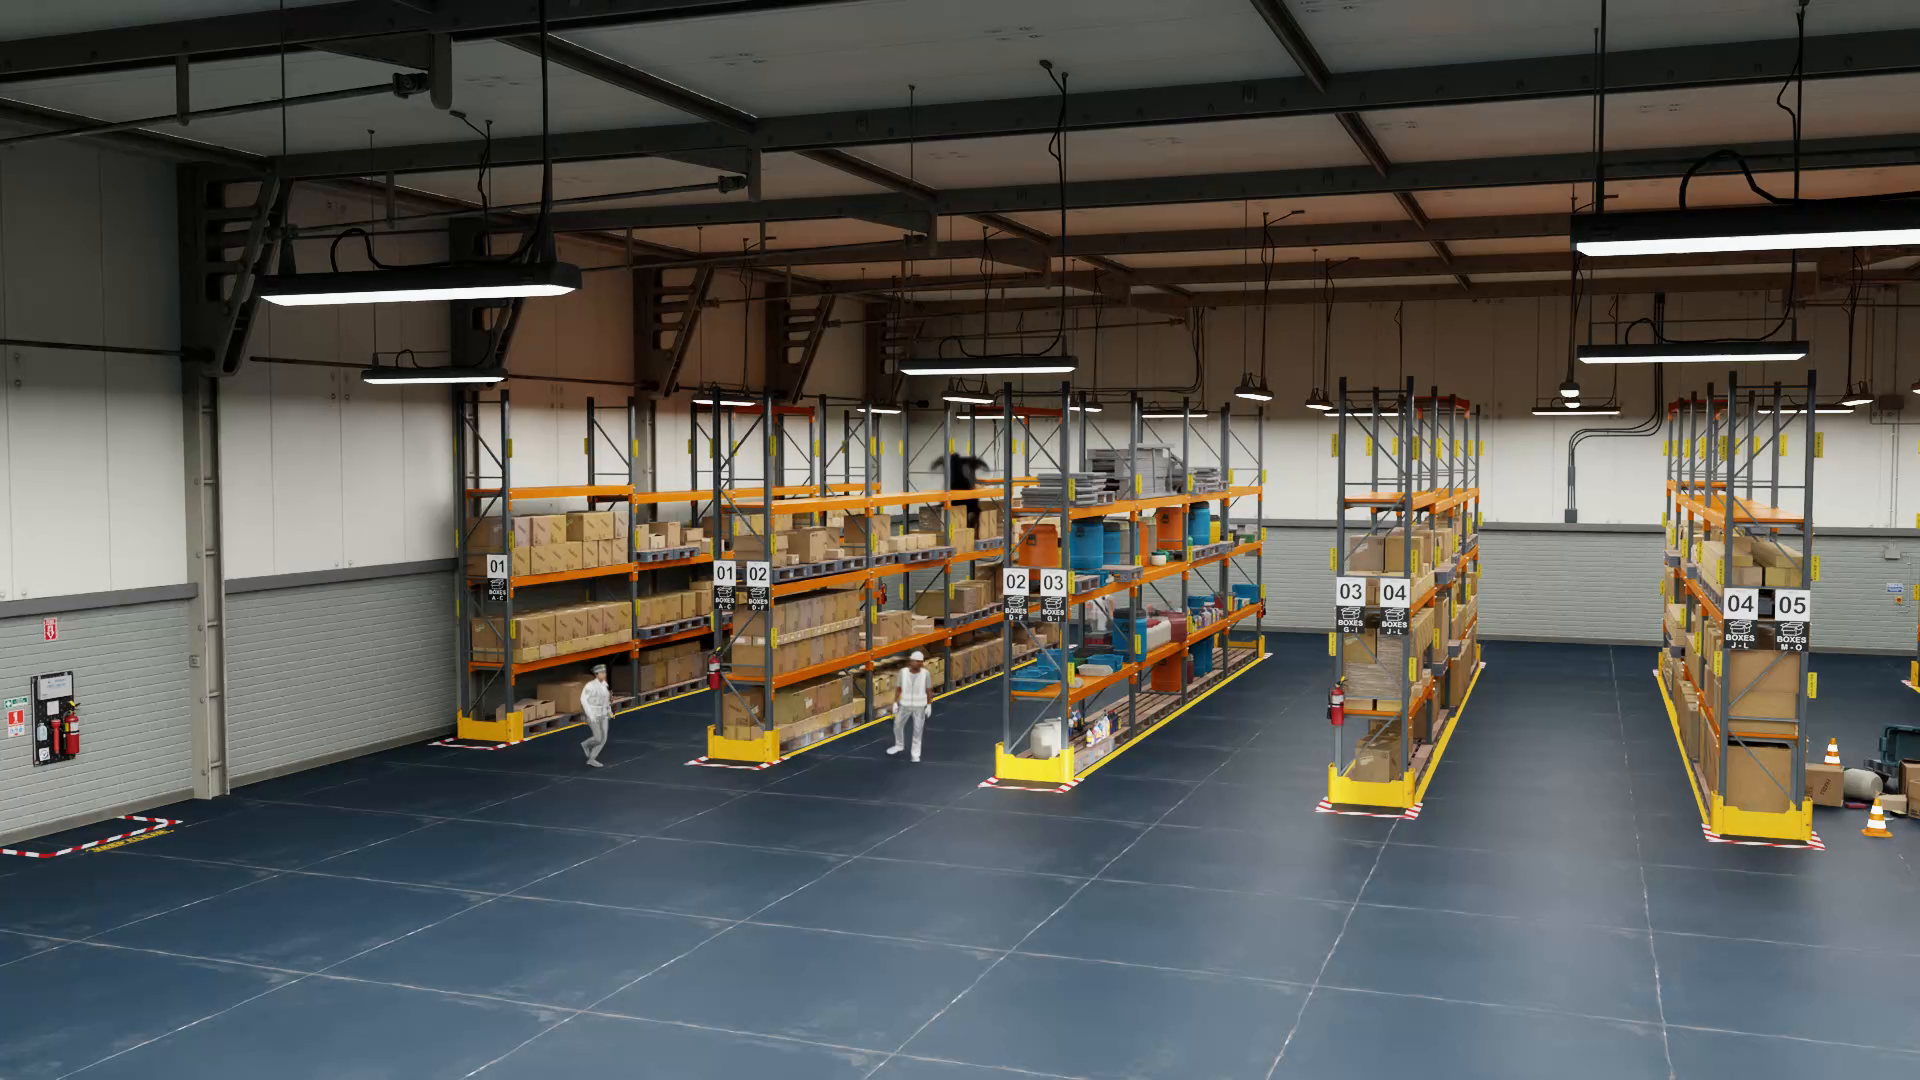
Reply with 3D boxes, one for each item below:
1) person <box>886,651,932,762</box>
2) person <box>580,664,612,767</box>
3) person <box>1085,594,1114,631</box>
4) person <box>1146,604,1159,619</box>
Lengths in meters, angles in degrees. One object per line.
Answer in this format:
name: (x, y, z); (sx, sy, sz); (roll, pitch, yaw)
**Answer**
person: (-0.823, 2.650, 26.609); (0.756, 1.762, 0.523); (0, 3, 5)
person: (-5.765, 2.752, 26.219); (0.498, 1.633, 0.614); (2, 4, 37)
person: (3.156, 1.819, 37.992); (0.640, 1.852, 0.864); (1, 3, 19)
person: (4.634, 2.148, 38.046); (1.151, 1.442, 0.665); (-2, 4, -36)
